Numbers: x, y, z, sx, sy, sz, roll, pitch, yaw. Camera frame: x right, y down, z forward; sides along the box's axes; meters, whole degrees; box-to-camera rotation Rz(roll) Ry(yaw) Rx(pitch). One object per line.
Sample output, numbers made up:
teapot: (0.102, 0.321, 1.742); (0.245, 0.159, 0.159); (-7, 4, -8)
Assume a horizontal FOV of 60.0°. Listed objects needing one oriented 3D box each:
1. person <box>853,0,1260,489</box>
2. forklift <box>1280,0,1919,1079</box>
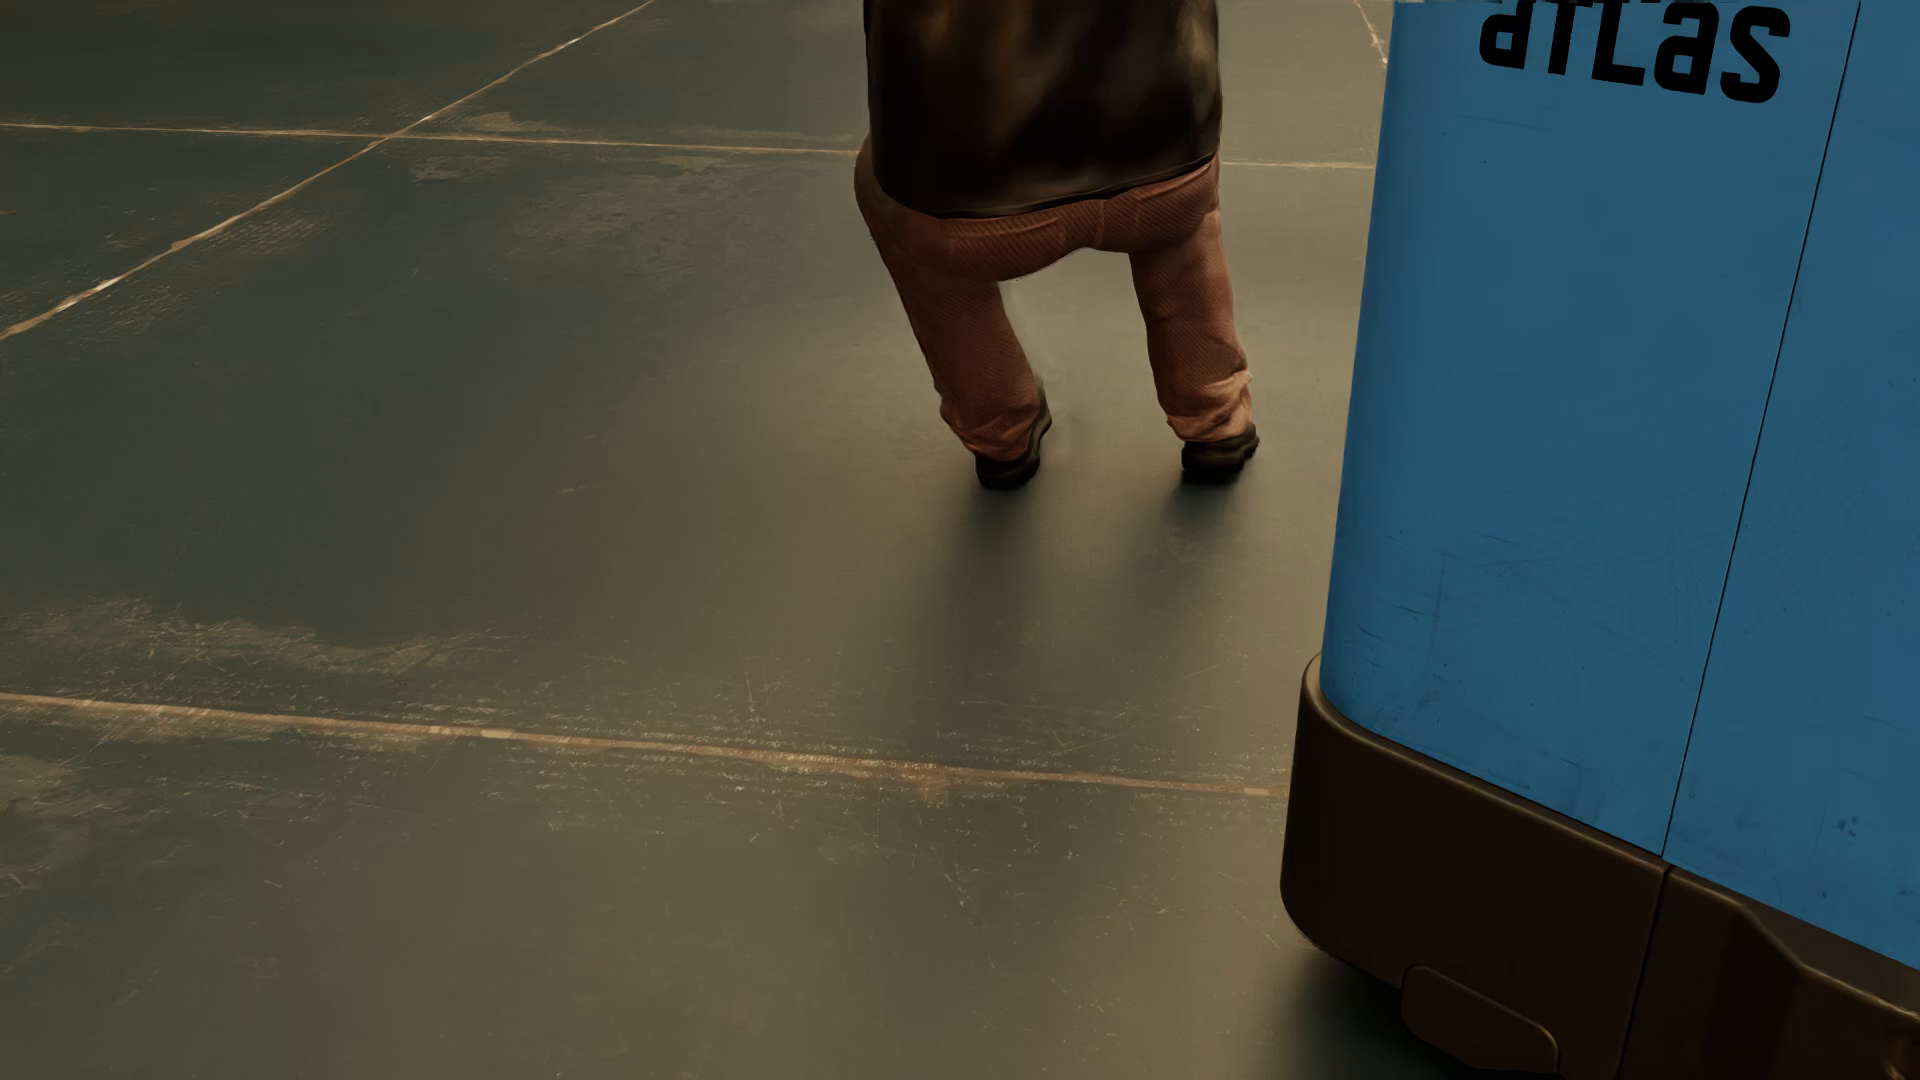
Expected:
person: (-0.071, -0.602, 2.184); (1.376, 1.401, 0.733); (-9, 28, -17)
forklift: (1.729, -0.595, 0.410); (3.031, 2.935, 1.130); (23, 35, 38)
